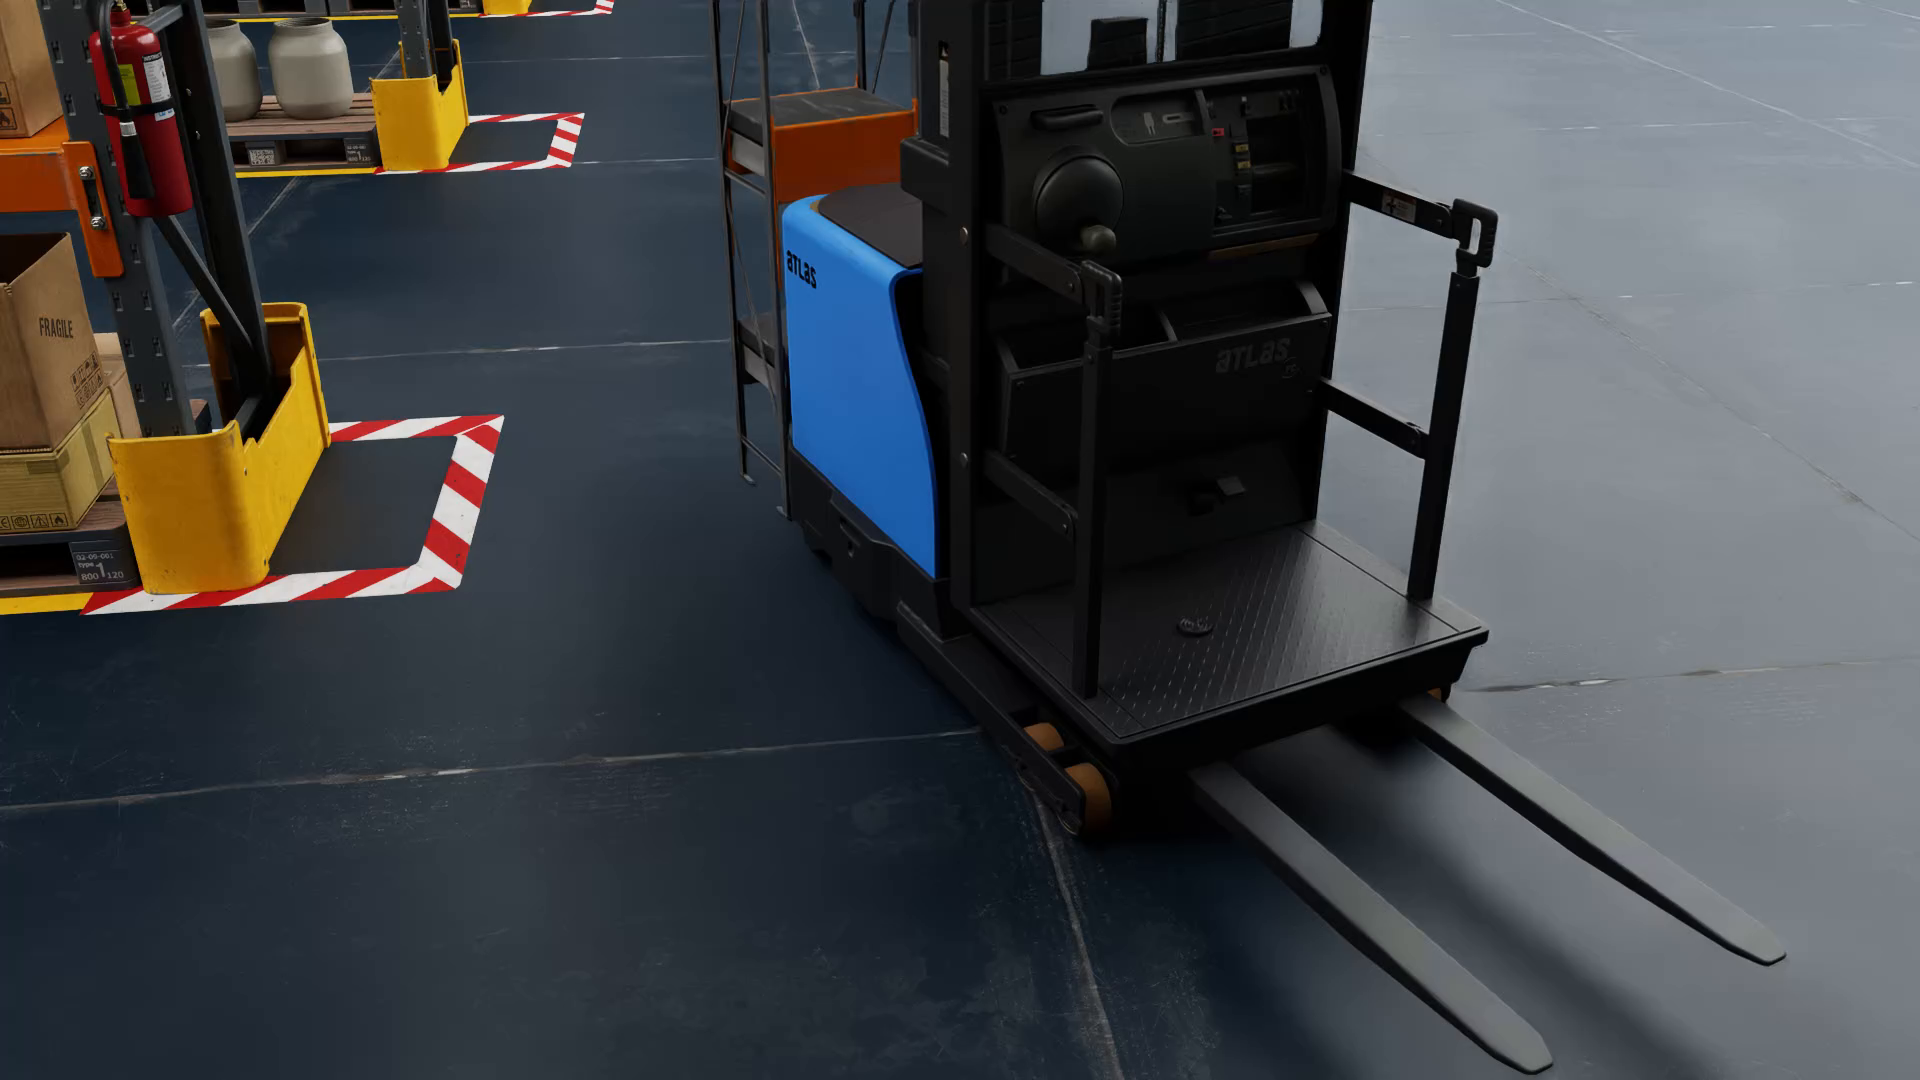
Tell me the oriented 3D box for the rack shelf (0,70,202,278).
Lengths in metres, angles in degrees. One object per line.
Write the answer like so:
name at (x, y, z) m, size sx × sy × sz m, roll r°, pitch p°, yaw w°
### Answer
rack shelf at (-4.348, -0.993, 4.687) m, size 4.000 × 0.370 × 1.077 m, roll -4°, pitch 27°, yaw -7°

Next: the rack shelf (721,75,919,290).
rack shelf at (-0.436, -1.121, 5.164) m, size 0.480 × 0.518 × 0.431 m, roll -14°, pitch 30°, yaw -26°

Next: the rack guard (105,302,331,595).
rack guard at (-2.344, -0.329, 5.344) m, size 0.348 × 0.500 × 1.175 m, roll -4°, pitch 27°, yaw -7°

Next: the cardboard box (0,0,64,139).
cardboard box at (-2.832, -1.461, 4.701) m, size 0.500 × 0.500 × 0.700 m, roll -4°, pitch 27°, yaw -7°

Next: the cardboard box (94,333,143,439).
cardboard box at (-2.930, -0.470, 5.432) m, size 0.500 × 0.250 × 0.500 m, roll -4°, pitch 27°, yaw -7°

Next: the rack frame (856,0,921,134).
rack frame at (-0.223, -1.188, 5.264) m, size 0.015 × 2.100 × 0.400 m, roll -14°, pitch 30°, yaw -26°

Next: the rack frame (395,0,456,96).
rack frame at (-3.054, -3.680, 9.135) m, size 0.127 × 3.000 × 1.000 m, roll -4°, pitch 27°, yaw -7°

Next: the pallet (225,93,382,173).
pallet at (-3.928, -2.364, 9.625) m, size 1.213 × 0.211 × 1.003 m, roll -4°, pitch 27°, yaw -7°

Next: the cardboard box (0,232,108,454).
cardboard box at (-2.857, -0.569, 4.803) m, size 0.500 × 0.500 × 0.500 m, roll -4°, pitch 27°, yaw -7°

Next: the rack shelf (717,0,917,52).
rack shelf at (-0.436, -1.744, 4.845) m, size 0.480 × 0.518 × 0.431 m, roll -14°, pitch 30°, yaw -26°

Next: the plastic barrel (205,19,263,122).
plastic barrel at (-4.191, -2.651, 9.396) m, size 0.421 × 0.512 × 0.421 m, roll 0°, pitch 27°, yaw 0°

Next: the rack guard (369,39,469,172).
rack guard at (-3.123, -2.541, 9.655) m, size 0.348 × 0.500 × 1.175 m, roll -4°, pitch 27°, yaw -7°

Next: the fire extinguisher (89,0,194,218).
fire extinguisher at (-2.186, -1.203, 4.394) m, size 0.183 × 0.674 × 0.296 m, roll -4°, pitch 27°, yaw -7°

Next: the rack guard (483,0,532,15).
rack guard at (-3.819, -4.802, 14.060) m, size 0.348 × 0.500 × 1.175 m, roll -4°, pitch 27°, yaw -7°

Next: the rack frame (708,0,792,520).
rack frame at (-0.649, -1.079, 5.052) m, size 0.015 × 2.100 × 0.400 m, roll -14°, pitch 30°, yaw -26°

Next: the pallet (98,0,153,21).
pallet at (-7.045, -4.482, 13.754) m, size 1.213 × 0.211 × 1.003 m, roll -4°, pitch 27°, yaw -7°

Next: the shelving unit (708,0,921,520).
shelving unit at (-0.436, -1.133, 5.158) m, size 0.503 × 2.100 × 0.431 m, roll -14°, pitch 30°, yaw -26°

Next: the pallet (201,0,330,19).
pallet at (-5.834, -4.561, 13.908) m, size 1.213 × 0.211 × 1.003 m, roll -4°, pitch 27°, yaw -7°

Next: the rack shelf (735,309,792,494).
rack shelf at (-0.436, -0.498, 5.484) m, size 0.480 × 0.518 × 0.431 m, roll -14°, pitch 30°, yaw -26°

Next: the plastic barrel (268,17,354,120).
plastic barrel at (-3.695, -2.683, 9.459) m, size 0.421 × 0.512 × 0.421 m, roll 0°, pitch 27°, yaw 0°

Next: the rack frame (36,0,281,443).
rack frame at (-2.367, -1.440, 4.771) m, size 0.127 × 3.000 × 1.000 m, roll -4°, pitch 27°, yaw -7°

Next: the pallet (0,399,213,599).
pallet at (-3.119, -0.132, 5.276) m, size 1.213 × 0.211 × 1.003 m, roll -4°, pitch 27°, yaw -7°

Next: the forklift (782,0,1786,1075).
forklift at (0.597, -0.847, 3.691) m, size 1.130 × 2.935 × 3.031 m, roll -13°, pitch 30°, yaw -24°

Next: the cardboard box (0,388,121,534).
cardboard box at (-2.857, -0.236, 4.976) m, size 0.500 × 0.250 × 0.500 m, roll -4°, pitch 27°, yaw -7°

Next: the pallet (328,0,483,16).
pallet at (-4.629, -4.637, 14.057) m, size 1.213 × 0.211 × 1.003 m, roll -4°, pitch 27°, yaw -7°
